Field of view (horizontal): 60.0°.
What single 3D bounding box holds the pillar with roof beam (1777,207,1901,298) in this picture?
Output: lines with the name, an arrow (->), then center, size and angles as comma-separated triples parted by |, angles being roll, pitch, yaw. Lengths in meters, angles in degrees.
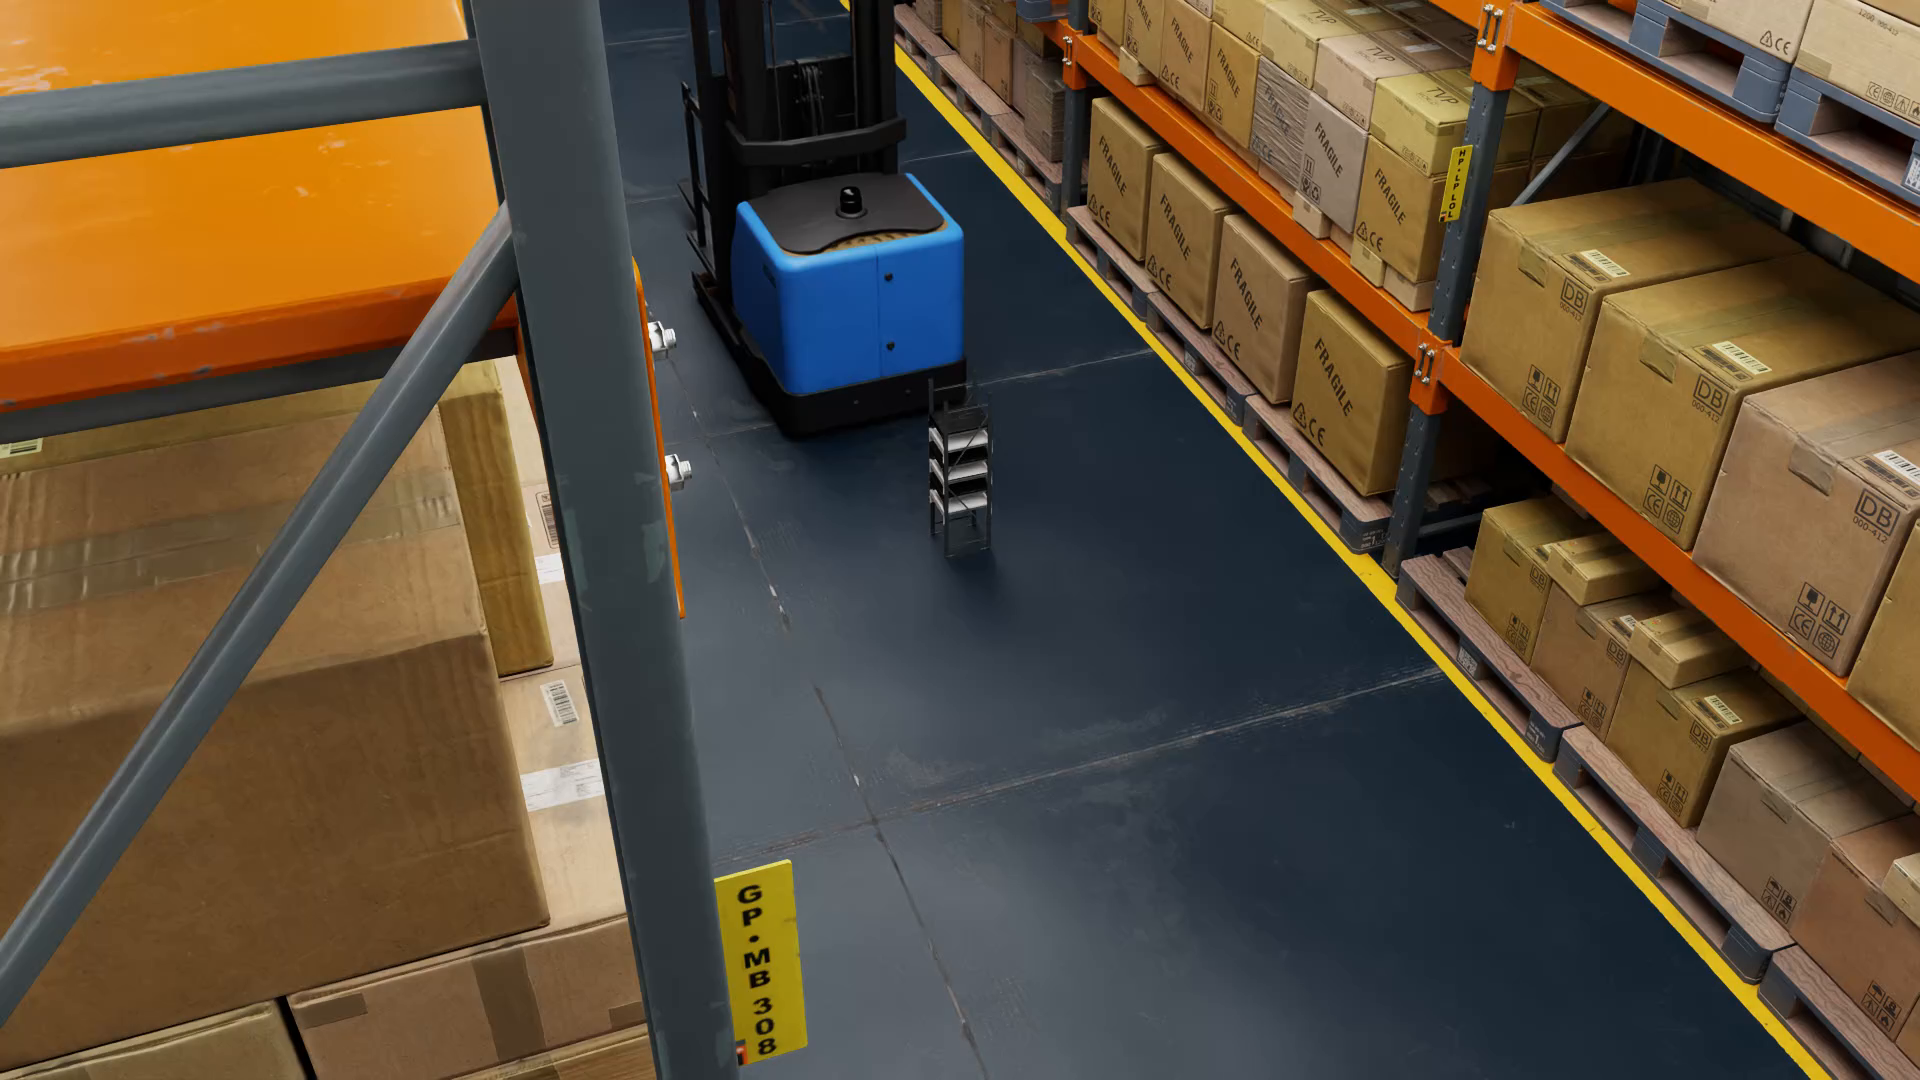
pillar with roof beam -> -0.456, -2.428, 3.995 | 9.100, 9.000, 0.400 | -12, 39, -16

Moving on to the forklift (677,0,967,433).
forklift -> -0.992, -2.625, 9.299 | 1.130, 2.935, 3.031 | -14, 39, -18

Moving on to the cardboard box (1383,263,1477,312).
cardboard box -> 2.151, -1.180, 7.515 | 0.380, 0.149, 0.250 | -12, 39, -16

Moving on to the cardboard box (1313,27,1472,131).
cardboard box -> 1.966, -2.108, 7.585 | 0.500, 0.250, 0.500 | -12, 39, -15

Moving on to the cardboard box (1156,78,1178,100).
cardboard box -> 1.345, -2.645, 9.460 | 0.380, 0.149, 0.250 | -13, 39, -16

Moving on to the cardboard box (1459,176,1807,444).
cardboard box -> 2.705, -0.950, 6.769 | 0.980, 0.700, 0.700 | -12, 39, -15

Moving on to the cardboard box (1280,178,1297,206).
cardboard box -> 1.827, -1.762, 8.288 | 0.380, 0.149, 0.250 | -12, 39, -16

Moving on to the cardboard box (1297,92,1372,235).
cardboard box -> 1.953, -1.801, 7.801 | 0.500, 0.500, 0.500 | -12, 39, -16

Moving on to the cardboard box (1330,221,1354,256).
cardboard box -> 1.995, -1.473, 7.905 | 0.380, 0.149, 0.250 | -11, 38, -15

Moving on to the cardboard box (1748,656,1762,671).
cardboard box -> 3.192, 0.341, 6.493 | 0.380, 0.149, 0.250 | -12, 39, -15

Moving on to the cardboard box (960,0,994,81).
cardboard box -> 0.412, -3.846, 12.575 | 0.700, 0.500, 0.500 | -12, 39, -15

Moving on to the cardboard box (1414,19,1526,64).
cardboard box -> 2.433, -2.214, 7.726 | 0.500, 0.250, 0.500 | -12, 39, -15

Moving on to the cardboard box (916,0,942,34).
cardboard box -> 0.049, -4.424, 13.342 | 0.700, 0.500, 0.500 | -11, 38, -14

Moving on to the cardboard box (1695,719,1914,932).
cardboard box -> 3.229, 1.009, 6.146 | 0.700, 0.500, 0.500 | -14, 39, -17

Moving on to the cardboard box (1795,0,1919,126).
cardboard box -> 2.869, -1.462, 4.897 | 0.500, 0.250, 0.500 | -13, 39, -17

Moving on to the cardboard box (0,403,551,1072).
cardboard box -> -0.932, 0.223, 2.053 | 0.700, 0.500, 0.500 | -12, 39, -16

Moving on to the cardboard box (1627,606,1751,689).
cardboard box -> 2.821, 0.402, 6.413 | 0.380, 0.149, 0.250 | -14, 39, -17

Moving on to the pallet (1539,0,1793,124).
pallet -> 2.805, -1.838, 5.778 | 1.003, 0.211, 1.213 | -12, 39, -16

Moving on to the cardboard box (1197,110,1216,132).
cardboard box -> 1.522, -2.352, 9.072 | 0.380, 0.149, 0.250 | -12, 39, -15

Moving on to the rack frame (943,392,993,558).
rack frame -> 0.038, -0.297, 7.897 | 0.240, 0.900, 0.006 | -12, 39, -16

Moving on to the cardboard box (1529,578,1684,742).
cardboard box -> 2.864, 0.419, 6.929 | 0.700, 0.500, 0.500 | -13, 39, -16

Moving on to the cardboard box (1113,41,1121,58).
cardboard box -> 1.131, -2.929, 9.838 | 0.380, 0.149, 0.250 | -12, 39, -15

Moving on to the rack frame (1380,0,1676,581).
rack frame -> 2.533, -1.140, 7.270 | 1.000, 3.000, 0.127 | -12, 39, -16

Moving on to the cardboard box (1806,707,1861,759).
cardboard box -> 3.368, 0.630, 6.110 | 0.380, 0.149, 0.250 | -12, 39, -15

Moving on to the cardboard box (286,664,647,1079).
cardboard box -> -0.672, 0.466, 2.355 | 0.500, 0.250, 0.500 | -12, 39, -16

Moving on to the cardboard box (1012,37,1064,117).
cardboard box -> 0.792, -3.288, 11.834 | 0.700, 0.500, 0.500 | -13, 39, -16

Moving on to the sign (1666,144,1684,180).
sign -> 3.054, -1.633, 7.140 | 0.100, 0.325, 0.005 | -12, 39, -16

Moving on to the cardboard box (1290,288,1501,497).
cardboard box -> 2.188, -0.789, 8.242 | 0.750, 0.750, 0.750 | -12, 39, -15

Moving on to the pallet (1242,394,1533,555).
pallet -> 2.197, -0.446, 8.667 | 1.003, 0.211, 1.213 | -12, 39, -16

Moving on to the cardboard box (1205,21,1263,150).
cardboard box -> 1.611, -2.368, 8.554 | 0.500, 0.500, 0.500 | -11, 38, -15

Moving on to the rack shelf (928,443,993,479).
rack shelf -> 0.003, -0.400, 7.939 | 0.258, 0.077, 0.200 | -12, 39, -16

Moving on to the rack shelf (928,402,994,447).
rack shelf -> 0.003, -0.544, 7.831 | 0.258, 0.077, 0.200 | -12, 39, -16

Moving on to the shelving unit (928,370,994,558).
shelving unit -> 0.003, -0.355, 7.973 | 0.258, 0.900, 0.210 | -12, 39, -16

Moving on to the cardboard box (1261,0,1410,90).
cardboard box -> 1.790, -2.396, 7.968 | 0.500, 0.250, 0.500 | -12, 39, -15

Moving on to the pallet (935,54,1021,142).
pallet -> 0.473, -3.415, 12.609 | 1.003, 0.211, 1.213 | -12, 39, -16

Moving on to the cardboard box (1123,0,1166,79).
cardboard box -> 1.255, -2.941, 9.314 | 0.500, 0.500, 0.500 | -11, 38, -14

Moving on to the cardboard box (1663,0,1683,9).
cardboard box -> 2.524, -2.041, 5.666 | 0.500, 0.250, 0.500 | -13, 39, -16

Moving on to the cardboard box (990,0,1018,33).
cardboard box -> 0.541, -3.897, 12.019 | 0.500, 0.250, 0.500 | -13, 39, -16

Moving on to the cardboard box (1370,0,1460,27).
cardboard box -> 2.256, -2.496, 8.101 | 0.500, 0.250, 0.500 | -14, 39, -17

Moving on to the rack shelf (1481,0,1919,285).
rack shelf -> 3.222, -0.921, 5.084 | 1.077, 0.370, 4.000 | -12, 39, -16

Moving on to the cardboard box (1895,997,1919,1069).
cardboard box -> 3.575, 1.576, 5.393 | 0.700, 0.500, 0.500 | -12, 39, -16

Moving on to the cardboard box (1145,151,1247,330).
cardboard box -> 1.582, -1.770, 9.544 | 0.750, 0.750, 0.750 | -13, 39, -16

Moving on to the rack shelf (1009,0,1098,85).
rack shelf -> 0.469, -4.242, 11.986 | 1.077, 0.370, 4.000 | -12, 39, -16

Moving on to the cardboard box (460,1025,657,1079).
cardboard box -> -0.678, 0.666, 2.504 | 0.500, 0.250, 0.500 | -12, 39, -16

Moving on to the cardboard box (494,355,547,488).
cardboard box -> -1.016, -0.100, 3.105 | 0.500, 0.250, 0.500 | -12, 39, -16

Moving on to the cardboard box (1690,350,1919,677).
cardboard box -> 3.210, -0.127, 5.677 | 0.980, 0.700, 0.700 | -14, 39, -18

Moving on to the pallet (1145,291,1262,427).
pallet -> 1.773, -1.137, 9.584 | 1.003, 0.211, 1.213 | -12, 39, -16

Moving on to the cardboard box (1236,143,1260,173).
cardboard box -> 1.675, -2.059, 8.683 | 0.380, 0.149, 0.250 | -11, 38, -15

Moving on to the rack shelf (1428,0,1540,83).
rack shelf -> 1.845, -3.180, 8.084 | 1.077, 0.370, 4.000 | -12, 39, -16

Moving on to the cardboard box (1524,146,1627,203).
cardboard box -> 2.612, -1.619, 7.559 | 0.500, 0.500, 0.500 | -14, 39, -17

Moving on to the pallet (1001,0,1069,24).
pallet -> 0.812, -3.703, 10.833 | 1.213, 0.211, 1.003 | -12, 39, -16

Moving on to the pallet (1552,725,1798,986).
pallet -> 3.145, 1.110, 6.601 | 1.003, 0.211, 1.213 | -12, 39, -16

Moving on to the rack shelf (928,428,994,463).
rack shelf -> 0.003, -0.472, 7.885 | 0.258, 0.077, 0.200 | -12, 39, -16

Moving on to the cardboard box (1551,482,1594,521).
cardboard box -> 2.831, -0.248, 7.275 | 0.380, 0.149, 0.250 | -13, 39, -16

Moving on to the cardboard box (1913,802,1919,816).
cardboard box -> 3.545, 0.918, 5.727 | 0.380, 0.149, 0.250 | -12, 39, -16
